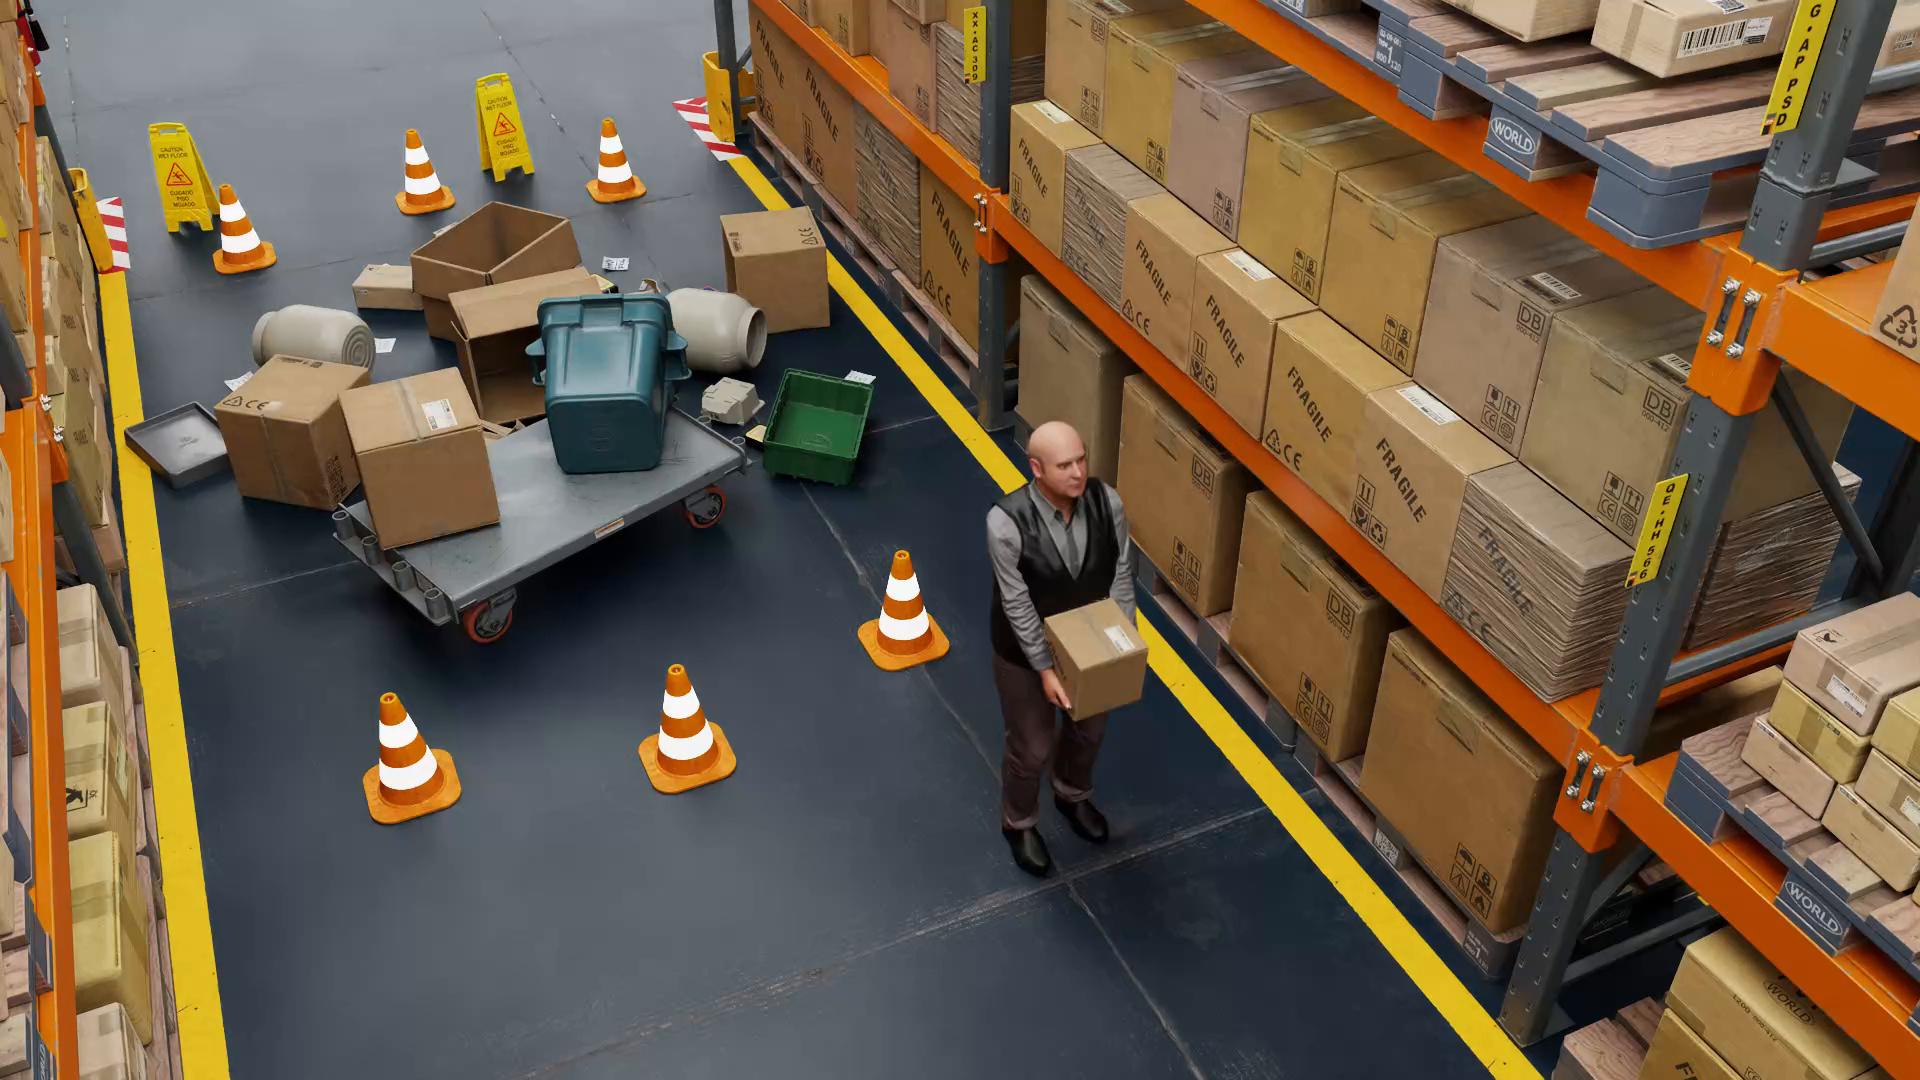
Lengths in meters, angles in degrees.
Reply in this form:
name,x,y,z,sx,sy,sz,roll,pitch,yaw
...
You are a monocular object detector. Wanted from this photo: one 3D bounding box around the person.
name,x,y,z,sx,sy,sz,roll,pitch,yaw
person,0.368,0.388,5.613,0.499,1.661,0.554,-16,40,-20
